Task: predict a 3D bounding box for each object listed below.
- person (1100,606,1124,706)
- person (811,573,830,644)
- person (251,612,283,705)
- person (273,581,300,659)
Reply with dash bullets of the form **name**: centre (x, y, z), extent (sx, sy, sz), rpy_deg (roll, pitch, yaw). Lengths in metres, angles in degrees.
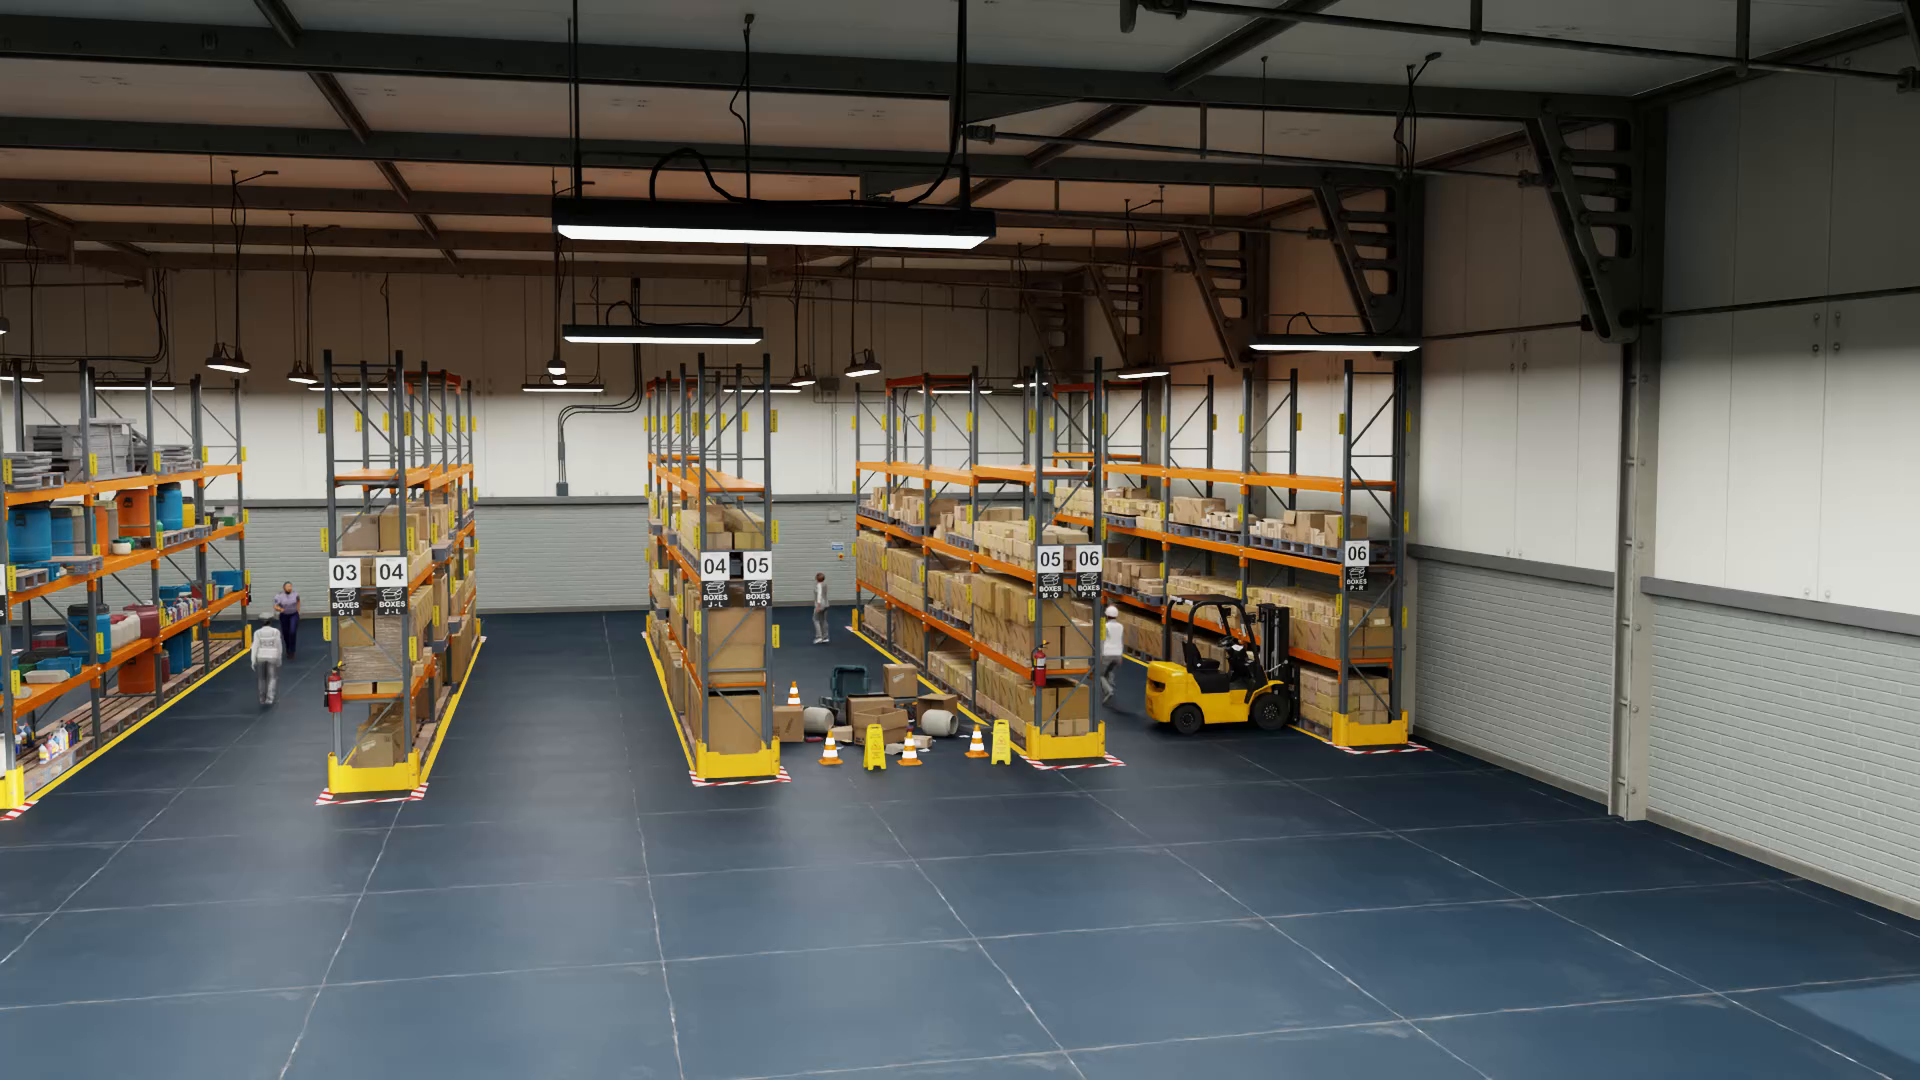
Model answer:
- **person**: centre (2.668, 2.034, 29.405), extent (0.552, 1.729, 0.641), rpy_deg (-2, 4, -21)
- **person**: centre (-3.178, 1.570, 38.081), extent (0.401, 1.648, 0.477), rpy_deg (1, 4, 20)
- **person**: centre (-12.316, 2.108, 29.564), extent (0.522, 1.636, 0.810), rpy_deg (-1, 4, -16)
- **person**: centre (-14.462, 1.711, 35.732), extent (0.492, 1.665, 0.988), rpy_deg (-1, 4, -15)
